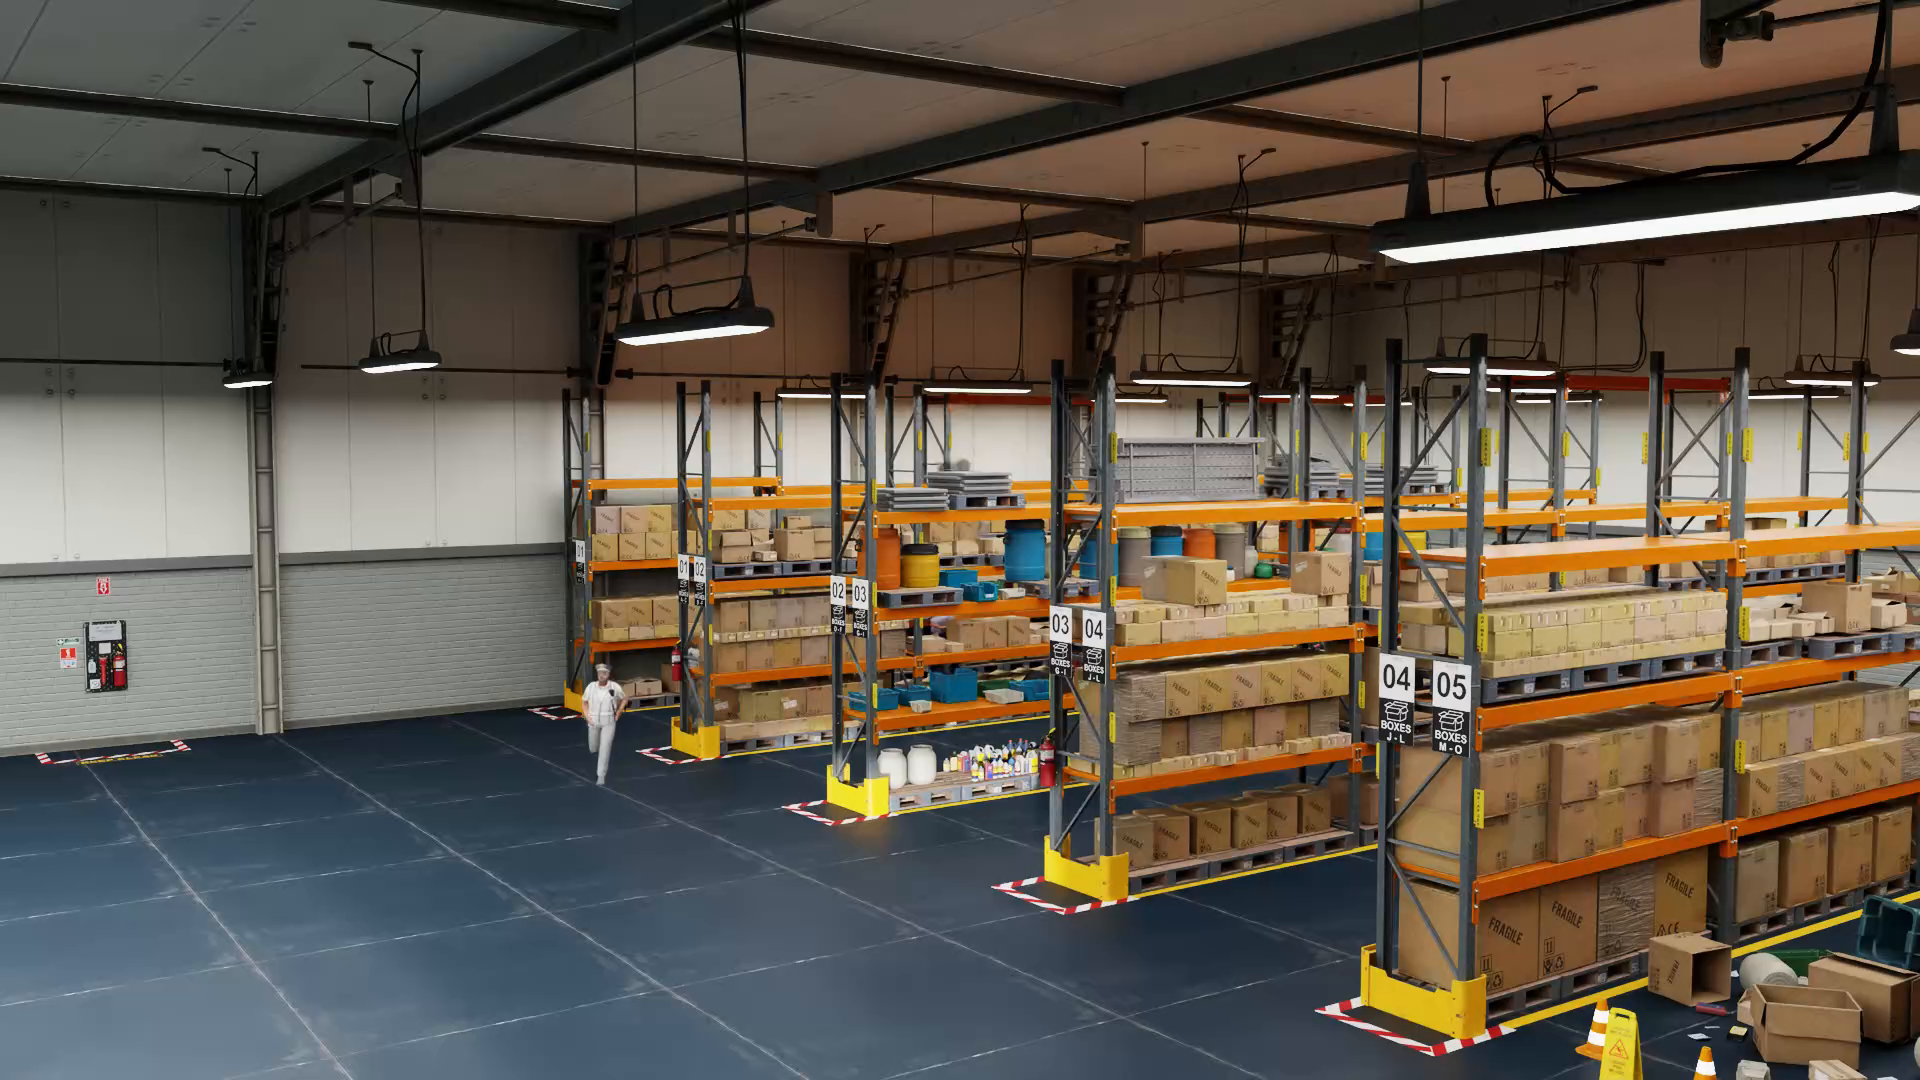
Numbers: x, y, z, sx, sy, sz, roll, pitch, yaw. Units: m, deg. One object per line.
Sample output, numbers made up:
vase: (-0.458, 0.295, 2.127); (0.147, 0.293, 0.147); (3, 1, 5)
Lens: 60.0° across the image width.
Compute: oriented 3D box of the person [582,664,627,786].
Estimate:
person: (-5.330, 2.722, 24.846); (0.647, 1.777, 0.985); (0, 4, 4)

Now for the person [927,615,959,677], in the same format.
person: (-0.377, 1.985, 32.499); (0.601, 1.678, 0.872); (3, 5, 41)

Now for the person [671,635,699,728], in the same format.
person: (-4.682, 2.470, 28.641); (0.567, 1.733, 0.782); (3, 4, 35)
